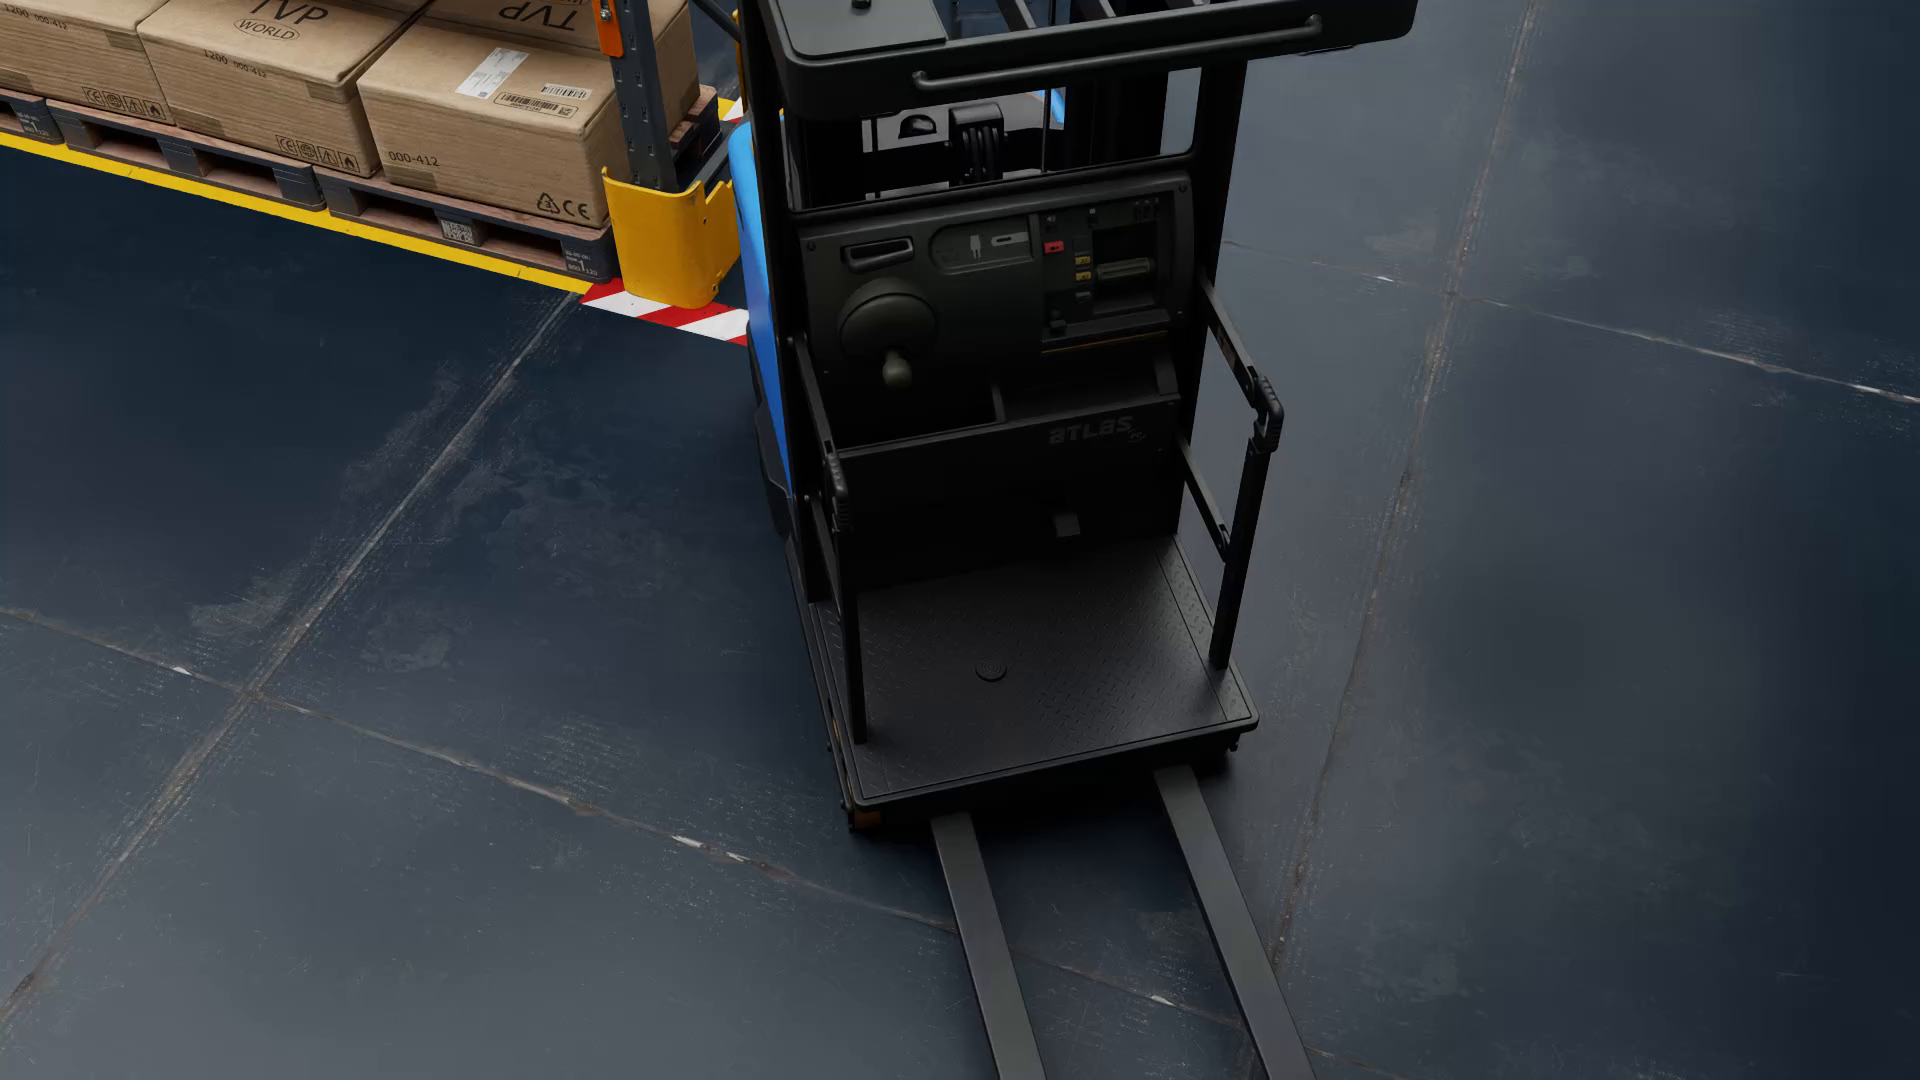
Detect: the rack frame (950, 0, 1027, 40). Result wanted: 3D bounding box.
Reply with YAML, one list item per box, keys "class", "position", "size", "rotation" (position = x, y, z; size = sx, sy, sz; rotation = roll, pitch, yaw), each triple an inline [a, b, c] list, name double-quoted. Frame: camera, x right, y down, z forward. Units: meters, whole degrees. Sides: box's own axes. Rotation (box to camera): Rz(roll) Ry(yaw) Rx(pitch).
- class: "rack frame"
  position: [0.091, -1.286, 5.571]
  size: [0.240, 1.200, 0.006]
  rotation: [-4, 46, -3]

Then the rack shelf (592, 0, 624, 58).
- class: "rack shelf"
  position: [-2.777, -2.549, 5.950]
  size: [4.000, 0.370, 1.077]
  rotation: [16, 51, 13]

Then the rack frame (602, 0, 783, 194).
- class: "rack frame"
  position: [-0.901, -2.260, 5.224]
  size: [0.127, 3.000, 1.000]
  rotation: [16, 51, 13]

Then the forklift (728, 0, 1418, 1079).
- class: "forklift"
  position: [0.151, -0.500, 3.743]
  size: [1.130, 2.935, 3.031]
  rotation: [-11, 50, -9]

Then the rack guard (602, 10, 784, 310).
- class: "rack guard"
  position: [-0.879, -1.435, 6.163]
  size: [0.348, 0.500, 1.175]
  rotation: [16, 51, 13]

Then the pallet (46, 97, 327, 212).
- class: "pallet"
  position: [-2.819, -1.822, 6.689]
  size: [1.213, 0.211, 1.003]
  rotation: [16, 51, 13]

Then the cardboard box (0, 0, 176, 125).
- class: "cardboard box"
  position: [-3.261, -2.132, 6.530]
  size: [0.875, 0.438, 0.875]
  rotation: [14, 51, 12]

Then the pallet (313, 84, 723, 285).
- class: "pallet"
  position: [-1.678, -1.501, 6.411]
  size: [1.213, 0.211, 1.003]
  rotation: [16, 51, 13]

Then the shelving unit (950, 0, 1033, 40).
- class: "shelving unit"
  position: [0.098, -1.221, 5.508]
  size: [0.258, 1.200, 0.189]
  rotation: [-4, 46, -3]

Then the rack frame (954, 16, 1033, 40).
- class: "rack frame"
  position: [0.105, -1.155, 5.445]
  size: [0.240, 1.200, 0.006]
  rotation: [-4, 46, -3]

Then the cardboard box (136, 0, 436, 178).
- class: "cardboard box"
  position: [-2.416, -1.894, 6.325]
  size: [0.875, 0.438, 0.875]
  rotation: [17, 51, 14]

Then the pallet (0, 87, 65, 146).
- class: "pallet"
  position: [-3.967, -2.140, 6.965]
  size: [1.213, 0.211, 1.003]
  rotation: [16, 51, 13]

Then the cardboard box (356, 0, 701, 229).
- class: "cardboard box"
  position: [-1.555, -1.661, 6.122]
  size: [0.875, 0.438, 0.875]
  rotation: [14, 51, 12]
